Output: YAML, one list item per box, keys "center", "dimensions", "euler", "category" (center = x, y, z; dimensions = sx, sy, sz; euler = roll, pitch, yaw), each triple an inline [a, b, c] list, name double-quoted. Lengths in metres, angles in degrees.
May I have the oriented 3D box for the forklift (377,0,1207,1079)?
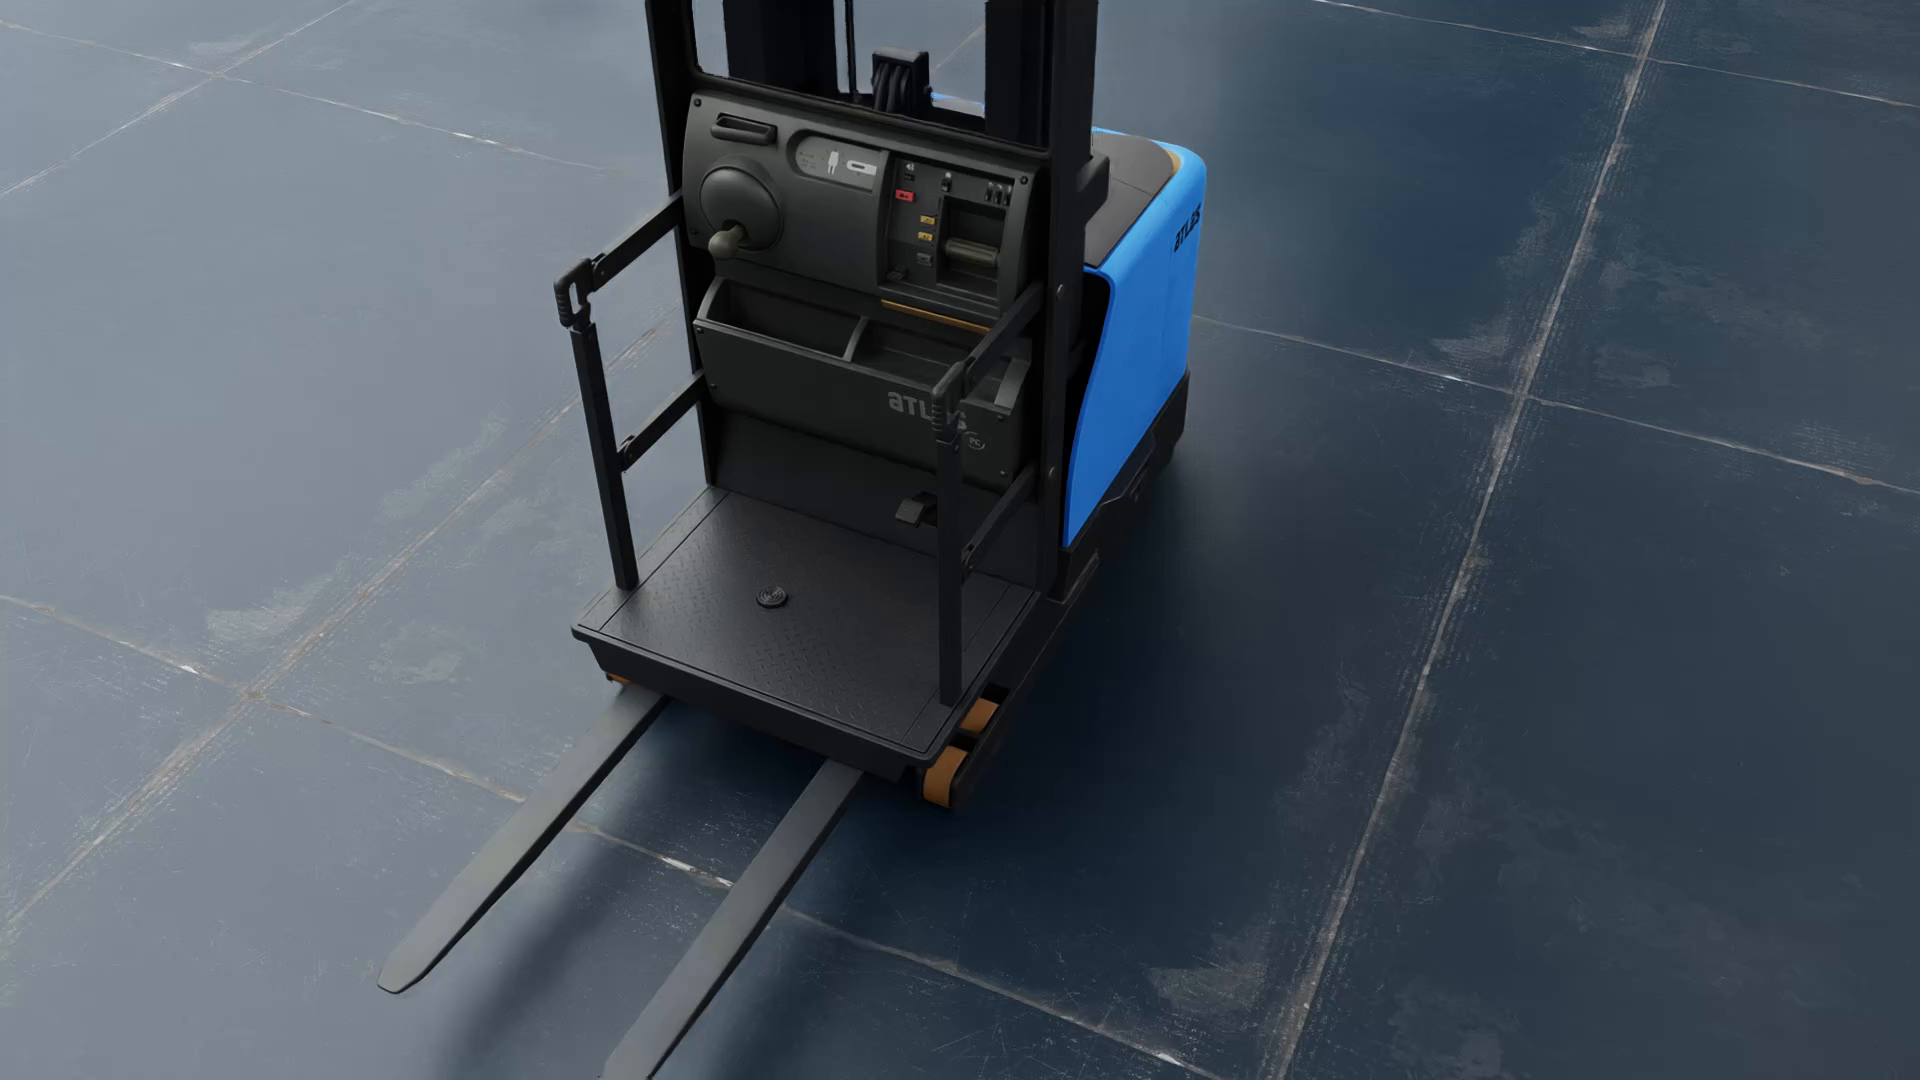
- center: [-0.352, -0.730, 3.854]
  dimensions: [1.130, 2.935, 3.031]
  euler: [18, 44, 19]
  category: "forklift"
